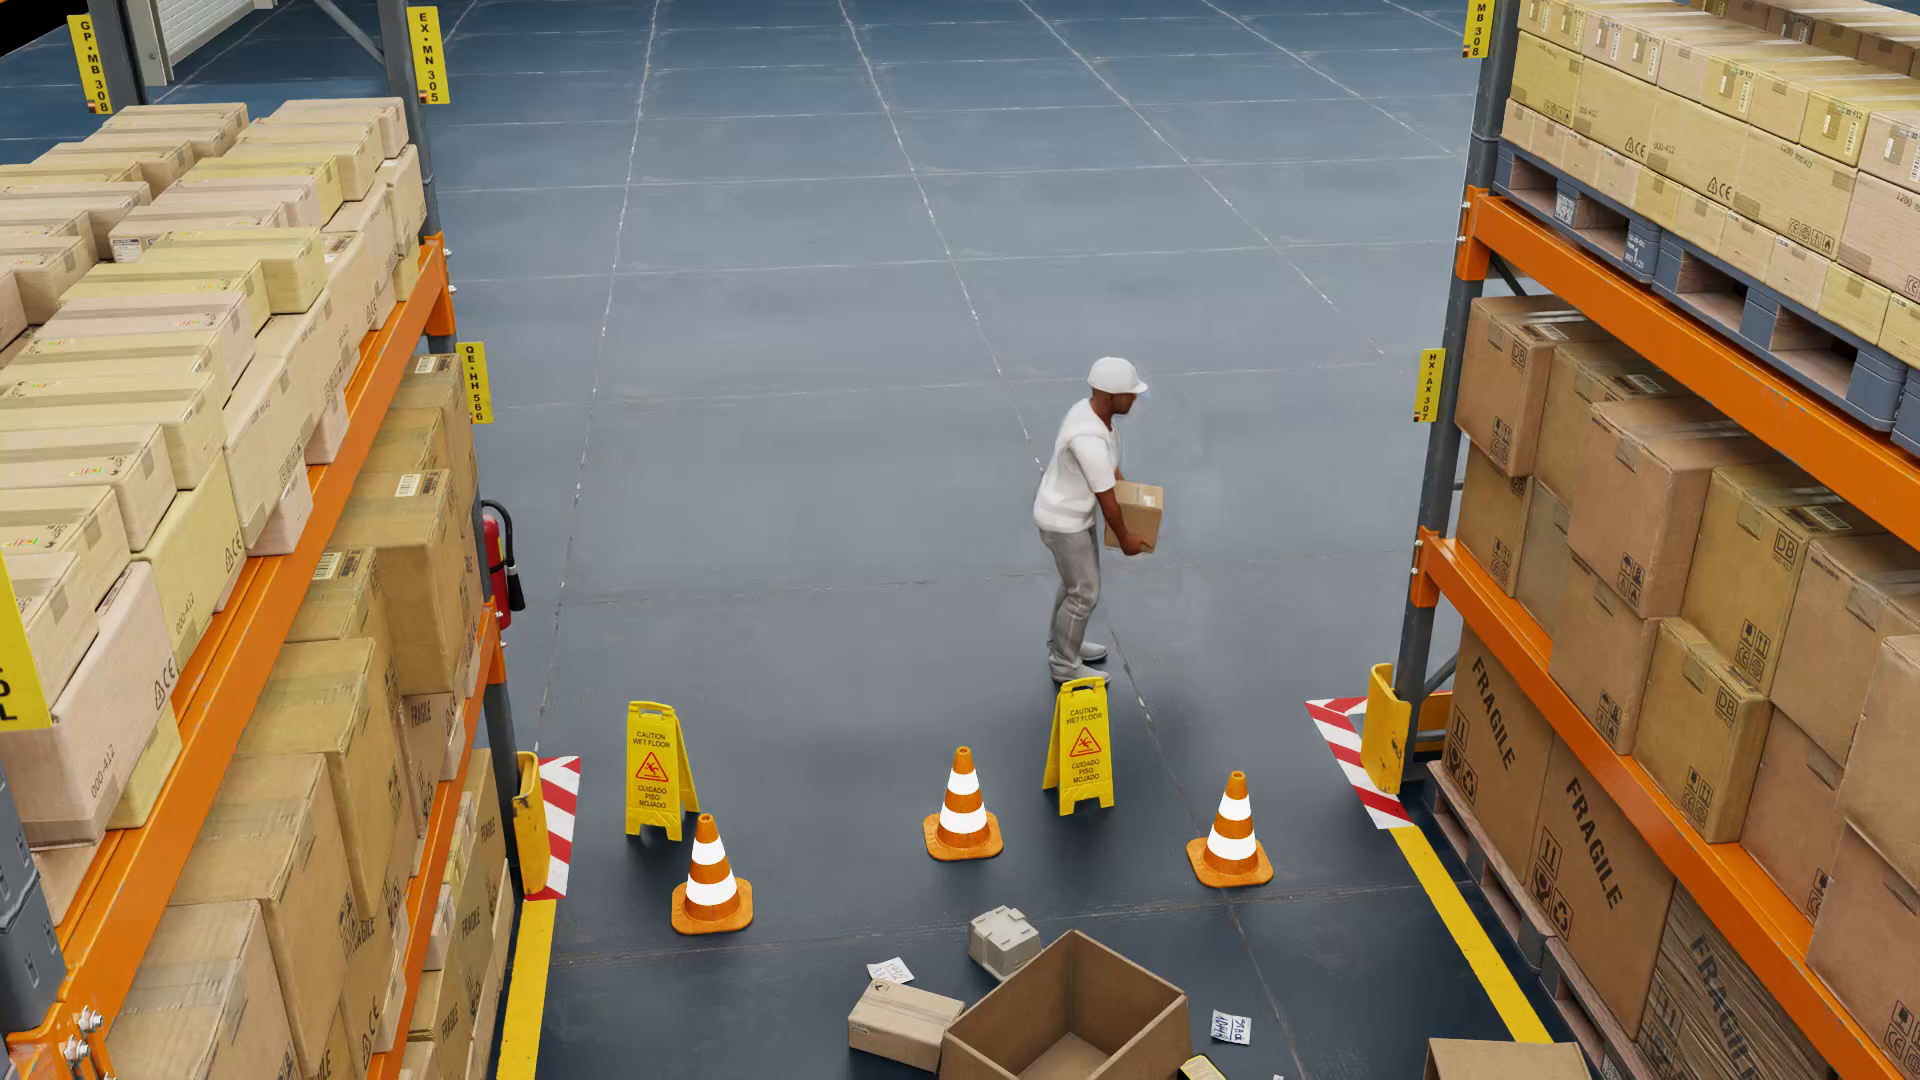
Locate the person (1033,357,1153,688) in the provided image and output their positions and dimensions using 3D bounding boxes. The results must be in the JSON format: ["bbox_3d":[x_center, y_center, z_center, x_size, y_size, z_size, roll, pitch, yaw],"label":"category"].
[{"bbox_3d":[0.672,-0.100,8.322,0.609,1.733,0.501,4,27,8],"label":"person"}]
